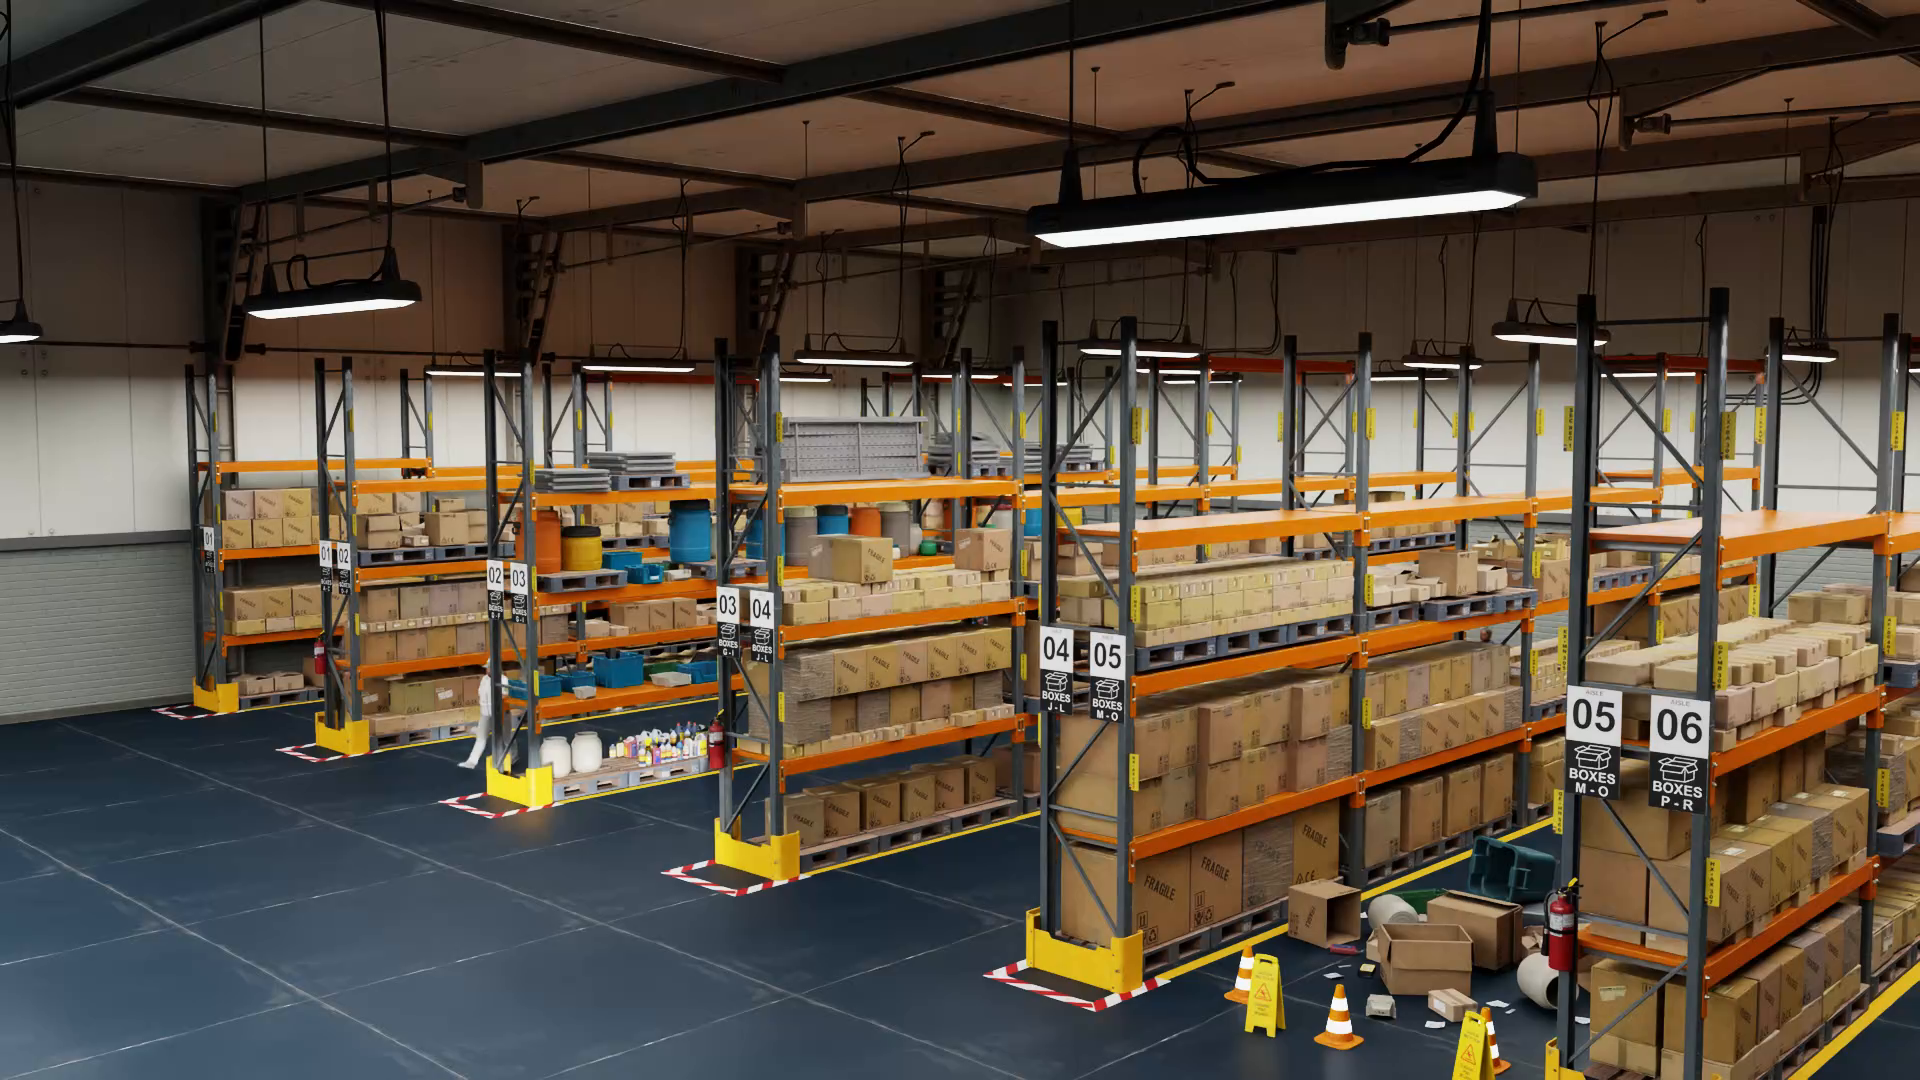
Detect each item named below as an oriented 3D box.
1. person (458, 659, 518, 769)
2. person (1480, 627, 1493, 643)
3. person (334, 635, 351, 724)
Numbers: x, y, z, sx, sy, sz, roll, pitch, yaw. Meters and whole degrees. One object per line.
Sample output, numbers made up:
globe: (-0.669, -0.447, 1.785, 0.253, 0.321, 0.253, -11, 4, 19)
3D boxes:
person: (-6.764, 2.506, 23.963, 0.531, 1.600, 1.042, 1, 4, 13)
person: (8.719, 2.232, 27.602, 0.501, 1.594, 1.045, 4, 6, 43)
person: (-10.091, 2.318, 27.211, 0.593, 1.607, 0.732, 3, 5, 31)
